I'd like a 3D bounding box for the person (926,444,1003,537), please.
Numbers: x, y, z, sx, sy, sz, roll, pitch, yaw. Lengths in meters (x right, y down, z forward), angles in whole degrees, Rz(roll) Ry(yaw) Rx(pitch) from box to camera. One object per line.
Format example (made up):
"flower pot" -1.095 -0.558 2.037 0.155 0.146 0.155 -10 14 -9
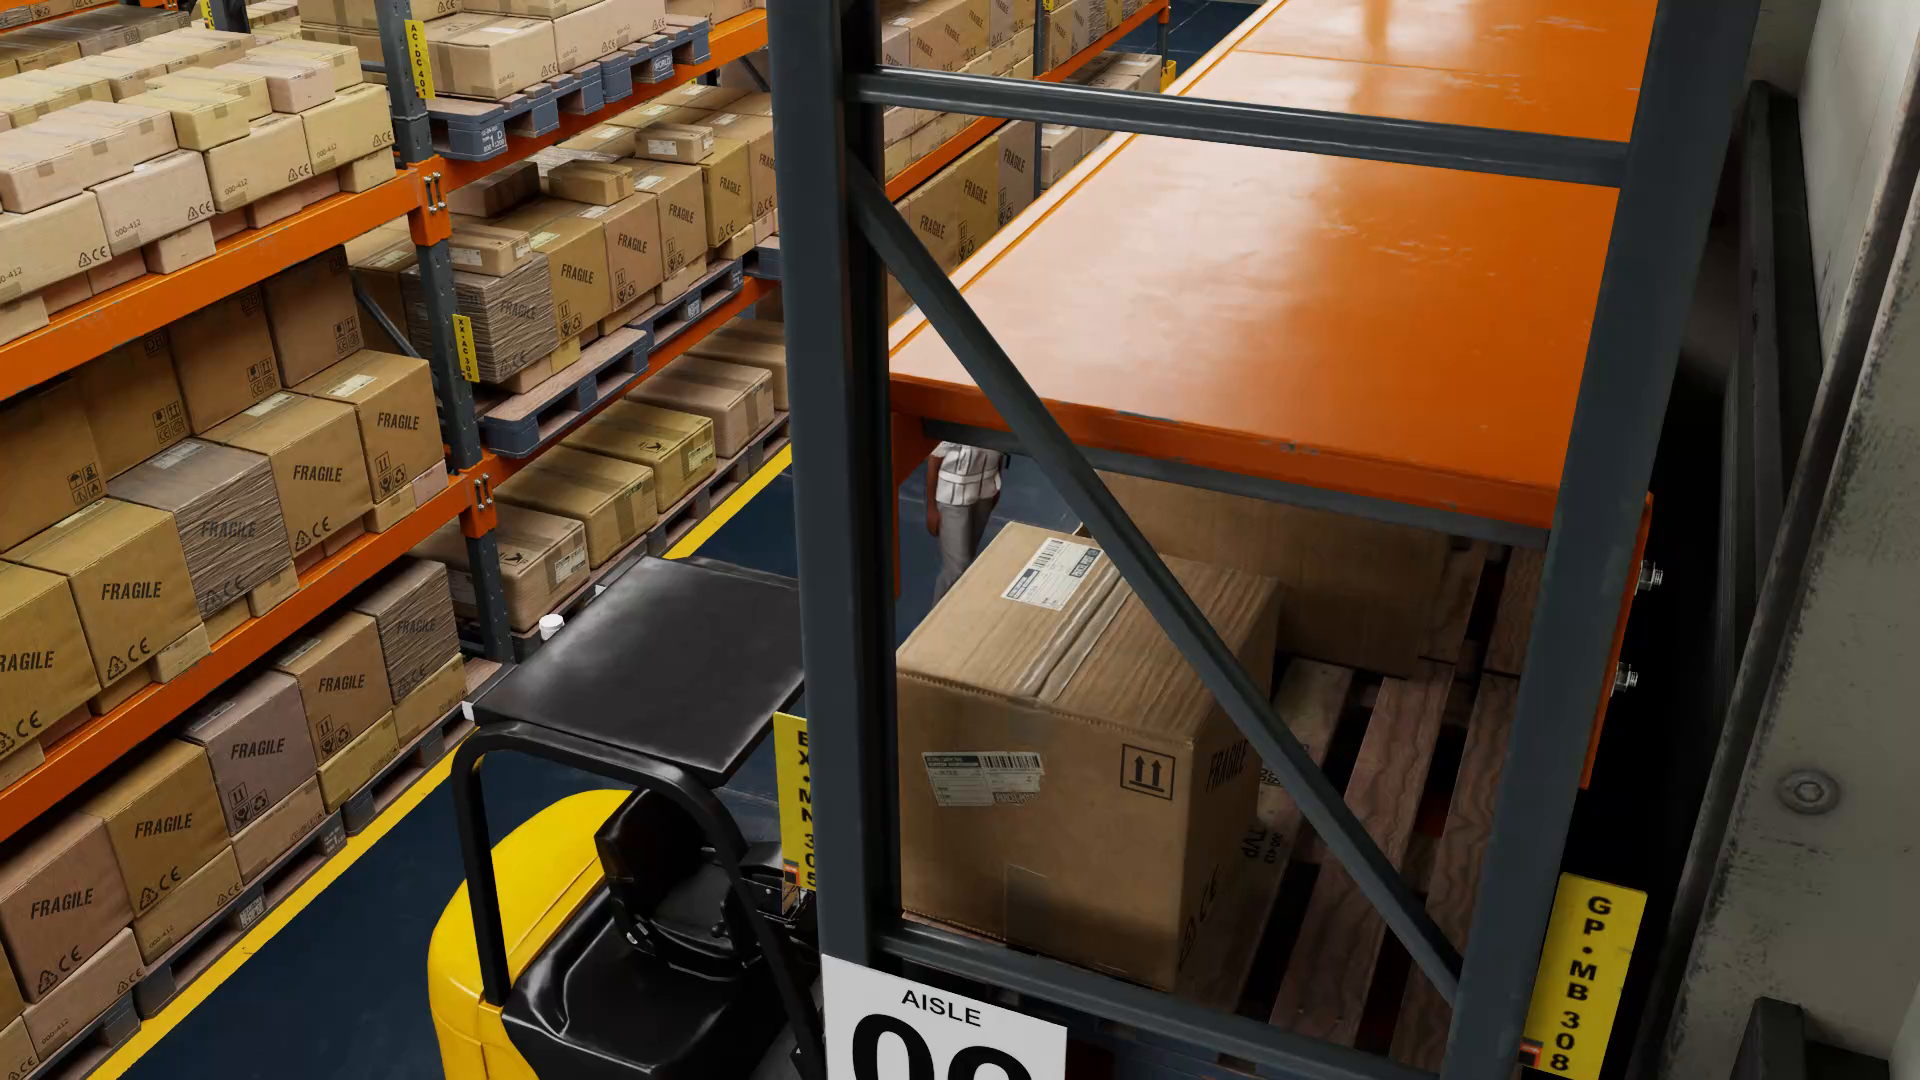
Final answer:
"person" 0.050 -0.501 8.583 0.515 0.995 0.313 -24 37 -35
